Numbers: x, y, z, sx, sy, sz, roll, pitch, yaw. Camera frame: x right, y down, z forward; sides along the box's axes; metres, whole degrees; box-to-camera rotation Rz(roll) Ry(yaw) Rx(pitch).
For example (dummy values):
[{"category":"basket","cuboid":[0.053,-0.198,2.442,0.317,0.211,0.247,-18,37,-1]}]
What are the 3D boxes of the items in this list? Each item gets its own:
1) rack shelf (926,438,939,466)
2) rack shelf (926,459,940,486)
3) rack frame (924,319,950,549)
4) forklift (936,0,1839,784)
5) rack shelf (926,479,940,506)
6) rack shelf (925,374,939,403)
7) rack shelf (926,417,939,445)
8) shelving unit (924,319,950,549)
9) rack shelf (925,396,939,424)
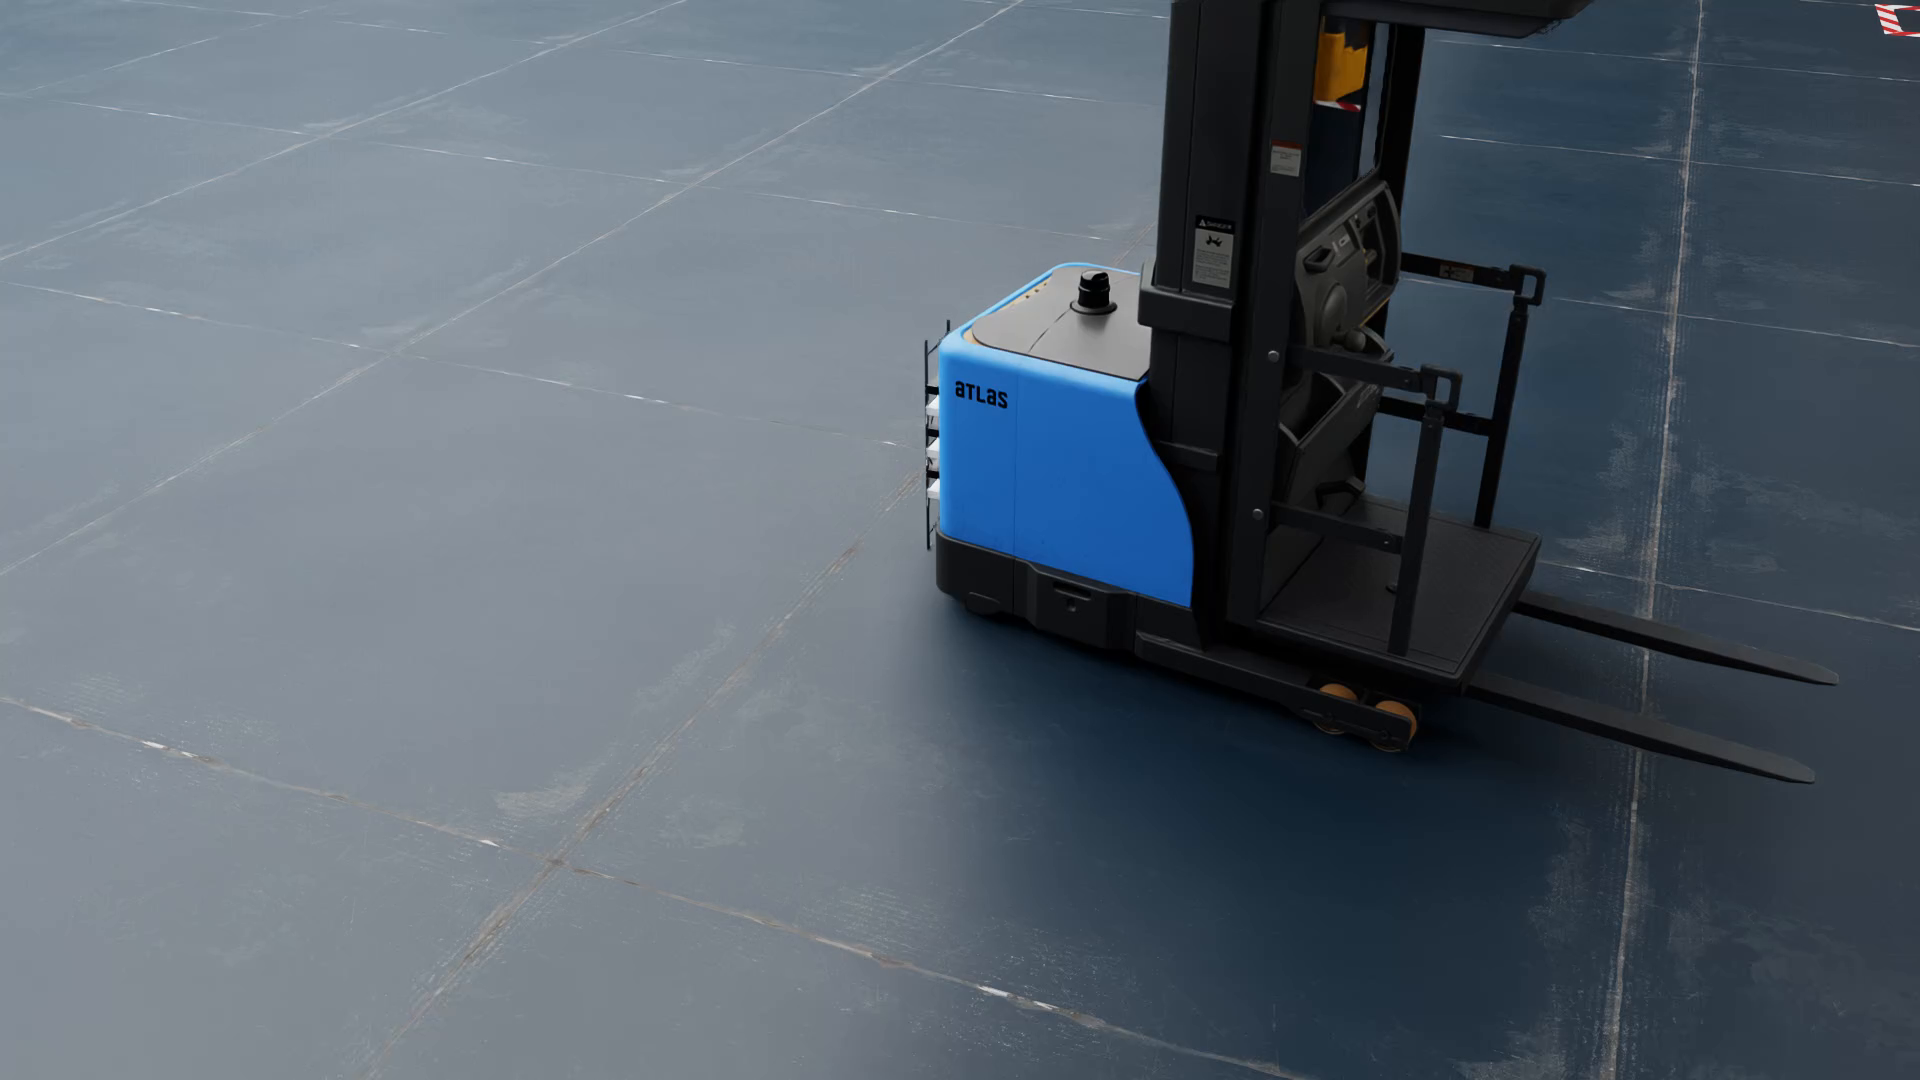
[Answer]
[{"category":"rack shelf","cuboid":[0.008,-0.361,6.542,0.200,0.077,0.258,11,31,19]},{"category":"rack shelf","cuboid":[0.008,-0.283,6.587,0.200,0.077,0.258,11,31,19]},{"category":"rack frame","cuboid":[-0.087,-0.409,6.559,0.006,0.900,0.240,11,31,19]},{"category":"forklift","cuboid":[1.439,-0.873,5.316,3.031,2.935,1.130,16,33,26]},{"category":"rack shelf","cuboid":[0.008,-0.205,6.631,0.200,0.077,0.258,11,31,19]},{"category":"rack shelf","cuboid":[0.008,-0.596,6.409,0.200,0.077,0.258,11,31,19]},{"category":"rack shelf","cuboid":[0.008,-0.440,6.498,0.200,0.077,0.258,11,31,19]},{"category":"shelving unit","cuboid":[0.008,-0.390,6.526,0.210,0.900,0.258,11,31,19]},{"category":"rack shelf","cuboid":[0.008,-0.518,6.454,0.200,0.077,0.258,11,31,19]}]
